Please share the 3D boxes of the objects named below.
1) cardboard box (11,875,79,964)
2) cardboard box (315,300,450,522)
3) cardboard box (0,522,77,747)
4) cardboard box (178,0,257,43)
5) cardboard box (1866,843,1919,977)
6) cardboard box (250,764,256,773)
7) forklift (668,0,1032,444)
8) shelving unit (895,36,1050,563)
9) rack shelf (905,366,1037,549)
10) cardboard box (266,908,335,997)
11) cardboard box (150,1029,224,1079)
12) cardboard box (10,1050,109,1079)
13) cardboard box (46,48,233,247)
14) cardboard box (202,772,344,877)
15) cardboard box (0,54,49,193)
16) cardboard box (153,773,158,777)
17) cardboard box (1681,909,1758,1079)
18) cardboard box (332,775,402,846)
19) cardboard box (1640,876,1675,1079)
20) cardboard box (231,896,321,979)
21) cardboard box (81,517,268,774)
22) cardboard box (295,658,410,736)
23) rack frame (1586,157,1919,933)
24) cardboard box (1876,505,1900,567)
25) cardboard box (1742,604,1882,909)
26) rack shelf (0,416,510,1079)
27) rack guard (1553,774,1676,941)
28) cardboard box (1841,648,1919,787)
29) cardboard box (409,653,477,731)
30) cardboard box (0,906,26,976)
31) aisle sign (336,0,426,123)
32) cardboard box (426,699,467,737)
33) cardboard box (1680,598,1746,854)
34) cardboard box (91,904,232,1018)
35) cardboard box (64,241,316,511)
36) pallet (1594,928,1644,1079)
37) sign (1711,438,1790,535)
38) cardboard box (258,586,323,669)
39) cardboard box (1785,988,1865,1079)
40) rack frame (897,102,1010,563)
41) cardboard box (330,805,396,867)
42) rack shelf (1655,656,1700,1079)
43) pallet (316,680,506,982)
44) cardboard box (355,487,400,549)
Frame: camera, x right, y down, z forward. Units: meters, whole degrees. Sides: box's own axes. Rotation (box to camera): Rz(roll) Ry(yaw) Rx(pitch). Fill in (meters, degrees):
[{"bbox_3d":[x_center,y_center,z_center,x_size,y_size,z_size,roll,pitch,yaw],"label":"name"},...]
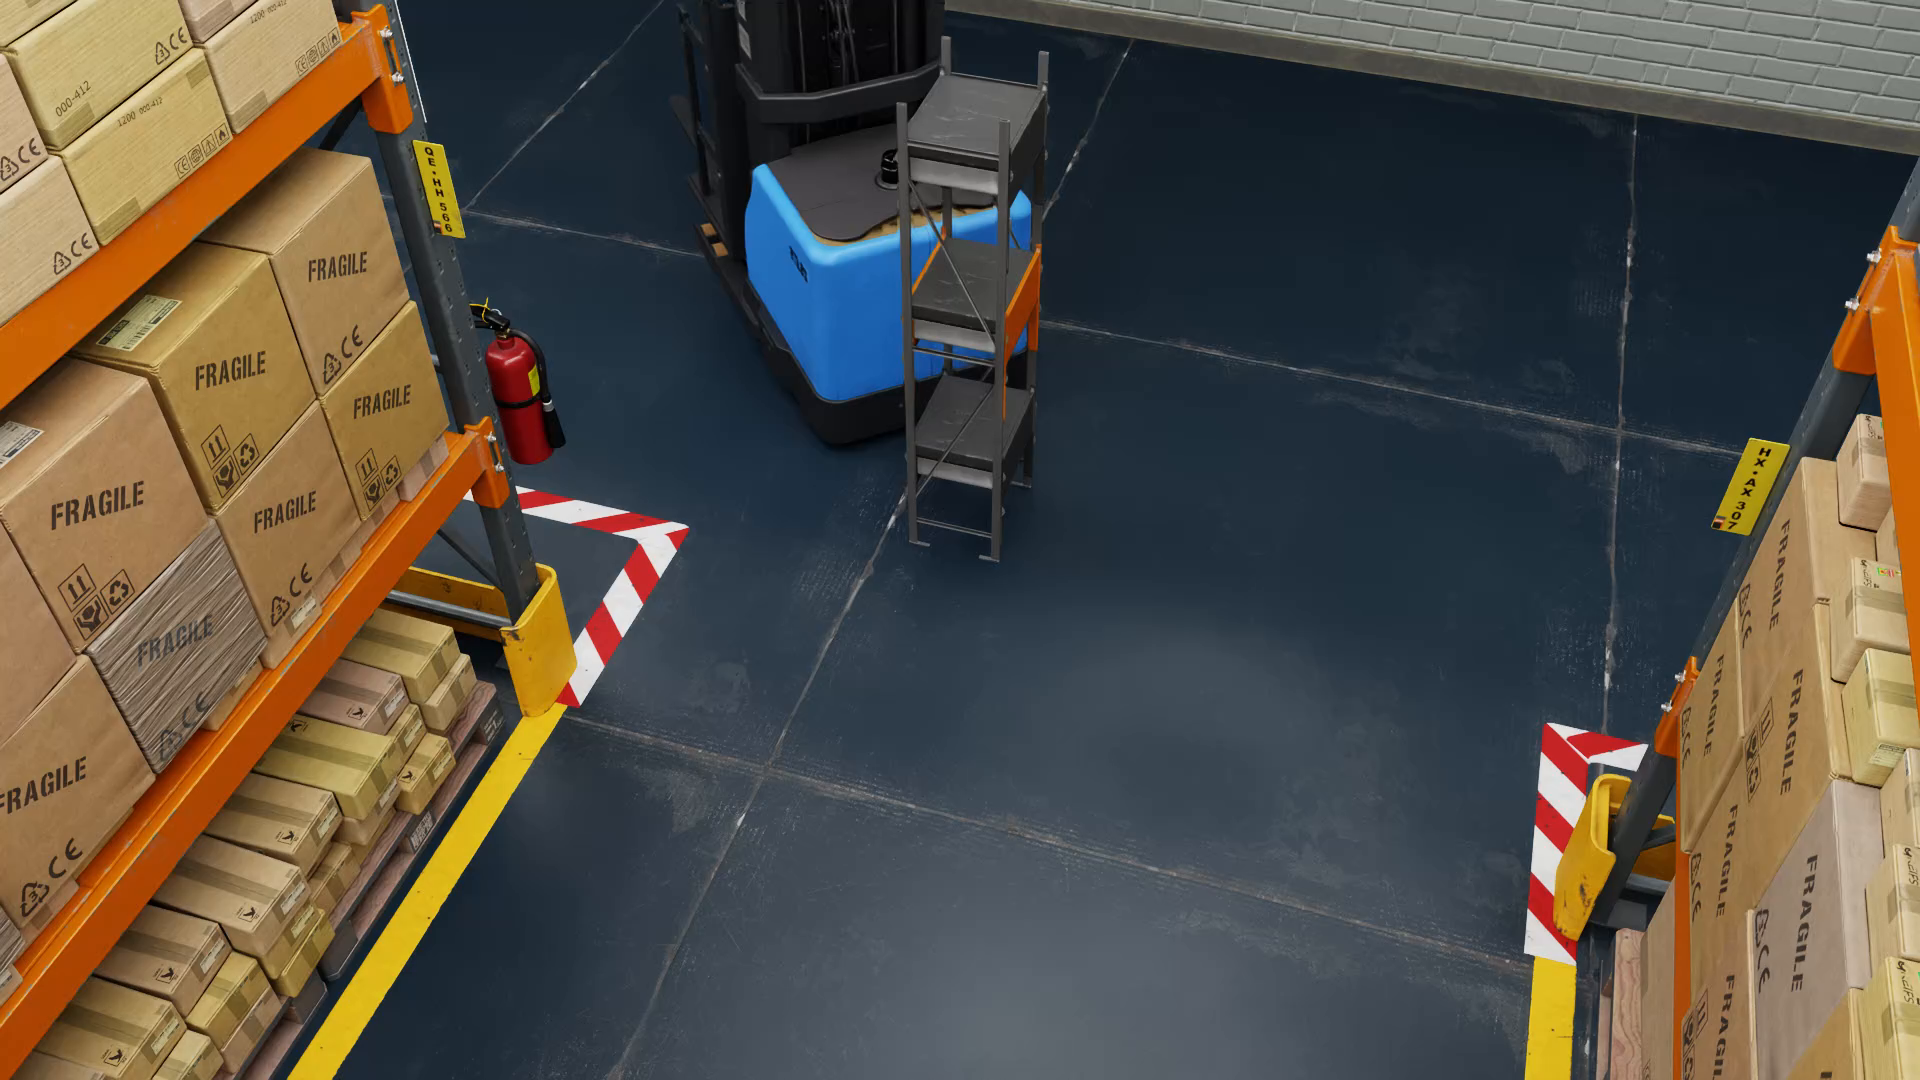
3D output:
[{"bbox_3d":[-2.522,0.898,4.266,0.380,0.149,0.250,14,46,14],"label":"cardboard box"},{"bbox_3d":[-1.988,-0.450,5.180,0.500,0.500,0.500,13,46,13],"label":"cardboard box"},{"bbox_3d":[-2.459,0.236,3.764,0.500,0.500,0.500,11,45,11],"label":"cardboard box"},{"bbox_3d":[-1.995,-1.498,4.141,0.500,0.250,0.500,11,45,11],"label":"cardboard box"},{"bbox_3d":[1.872,0.734,3.004,0.380,0.149,0.250,13,46,13],"label":"cardboard box"},{"bbox_3d":[-2.628,0.748,5.766,0.380,0.149,0.250,13,46,13],"label":"cardboard box"},{"bbox_3d":[-0.731,-2.521,7.629,1.130,2.935,3.031,-17,47,-17],"label":"forklift"},{"bbox_3d":[0.050,-0.861,6.527,0.431,2.100,0.503,13,46,13],"label":"shelving unit"},{"bbox_3d":[0.050,-0.351,7.026,0.431,0.518,0.480,13,46,13],"label":"rack shelf"},{"bbox_3d":[-2.282,1.303,5.411,0.380,0.149,0.250,11,45,11],"label":"cardboard box"},{"bbox_3d":[-2.438,1.564,4.932,0.380,0.149,0.250,13,46,13],"label":"cardboard box"},{"bbox_3d":[-2.622,1.594,4.688,0.380,0.149,0.250,11,45,11],"label":"cardboard box"},{"bbox_3d":[-2.131,-0.980,3.968,0.500,0.250,0.500,13,46,13],"label":"cardboard box"},{"bbox_3d":[-2.244,0.915,5.382,0.380,0.149,0.250,11,45,11],"label":"cardboard box"},{"bbox_3d":[-2.306,-0.816,3.444,0.500,0.250,0.500,13,46,13],"label":"cardboard box"},{"bbox_3d":[-2.401,0.545,4.627,0.380,0.149,0.250,11,45,11],"label":"cardboard box"},{"bbox_3d":[1.934,1.221,3.685,0.500,0.500,0.500,12,46,12],"label":"cardboard box"},{"bbox_3d":[-2.141,0.859,5.651,0.380,0.149,0.250,11,45,11],"label":"cardboard box"},{"bbox_3d":[2.546,1.546,4.956,0.875,0.438,0.875,11,45,11],"label":"cardboard box"},{"bbox_3d":[-2.286,1.207,5.296,0.380,0.149,0.250,13,46,13],"label":"cardboard box"},{"bbox_3d":[-2.294,0.232,4.483,0.500,0.500,0.500,13,46,13],"label":"cardboard box"},{"bbox_3d":[-2.147,0.556,5.749,0.380,0.149,0.250,13,46,13],"label":"cardboard box"},{"bbox_3d":[2.651,0.319,4.678,1.000,3.000,0.127,13,46,13],"label":"rack frame"},{"bbox_3d":[2.268,0.062,3.691,0.380,0.149,0.250,14,46,13],"label":"cardboard box"},{"bbox_3d":[2.084,0.531,3.675,0.500,0.500,0.500,11,46,11],"label":"cardboard box"},{"bbox_3d":[-2.703,0.928,4.570,1.077,0.370,4.000,13,46,13],"label":"rack shelf"},{"bbox_3d":[2.658,1.196,5.569,1.175,0.500,0.348,13,46,13],"label":"rack guard"},{"bbox_3d":[2.017,0.390,3.356,0.380,0.149,0.250,11,45,11],"label":"cardboard box"},{"bbox_3d":[-1.986,0.513,6.006,0.380,0.149,0.250,11,46,11],"label":"cardboard box"},{"bbox_3d":[-2.589,0.926,3.774,0.500,0.500,0.500,12,46,12],"label":"cardboard box"},{"bbox_3d":[-1.790,-1.576,4.757,0.394,0.787,0.004,13,46,13],"label":"aisle sign"},{"bbox_3d":[-2.058,0.602,6.127,0.380,0.149,0.250,13,46,13],"label":"cardboard box"},{"bbox_3d":[2.232,0.542,4.379,0.500,0.500,0.500,12,46,12],"label":"cardboard box"},{"bbox_3d":[-2.457,1.258,5.032,0.380,0.149,0.250,11,45,11],"label":"cardboard box"},{"bbox_3d":[-2.153,-0.466,4.482,0.500,0.500,0.500,11,45,11],"label":"cardboard box"},{"bbox_3d":[2.483,1.865,5.092,1.003,0.211,1.213,13,46,13],"label":"pallet"},{"bbox_3d":[2.123,-0.140,4.472,0.100,0.325,0.005,13,46,13],"label":"sign"},{"bbox_3d":[-2.155,0.208,4.971,0.380,0.149,0.250,14,46,14],"label":"cardboard box"},{"bbox_3d":[1.785,1.209,2.983,0.500,0.500,0.500,13,46,13],"label":"cardboard box"},{"bbox_3d":[-0.024,-0.698,6.361,0.400,2.100,0.015,13,46,13],"label":"rack frame"},{"bbox_3d":[-2.202,0.952,5.769,0.380,0.149,0.250,12,46,12],"label":"cardboard box"},{"bbox_3d":[2.045,1.909,3.568,1.077,0.370,4.000,13,46,13],"label":"rack shelf"},{"bbox_3d":[-2.400,0.919,6.059,1.003,0.211,1.213,13,46,13],"label":"pallet"},{"bbox_3d":[-2.038,-0.137,5.324,0.380,0.149,0.250,12,46,12],"label":"cardboard box"}]
